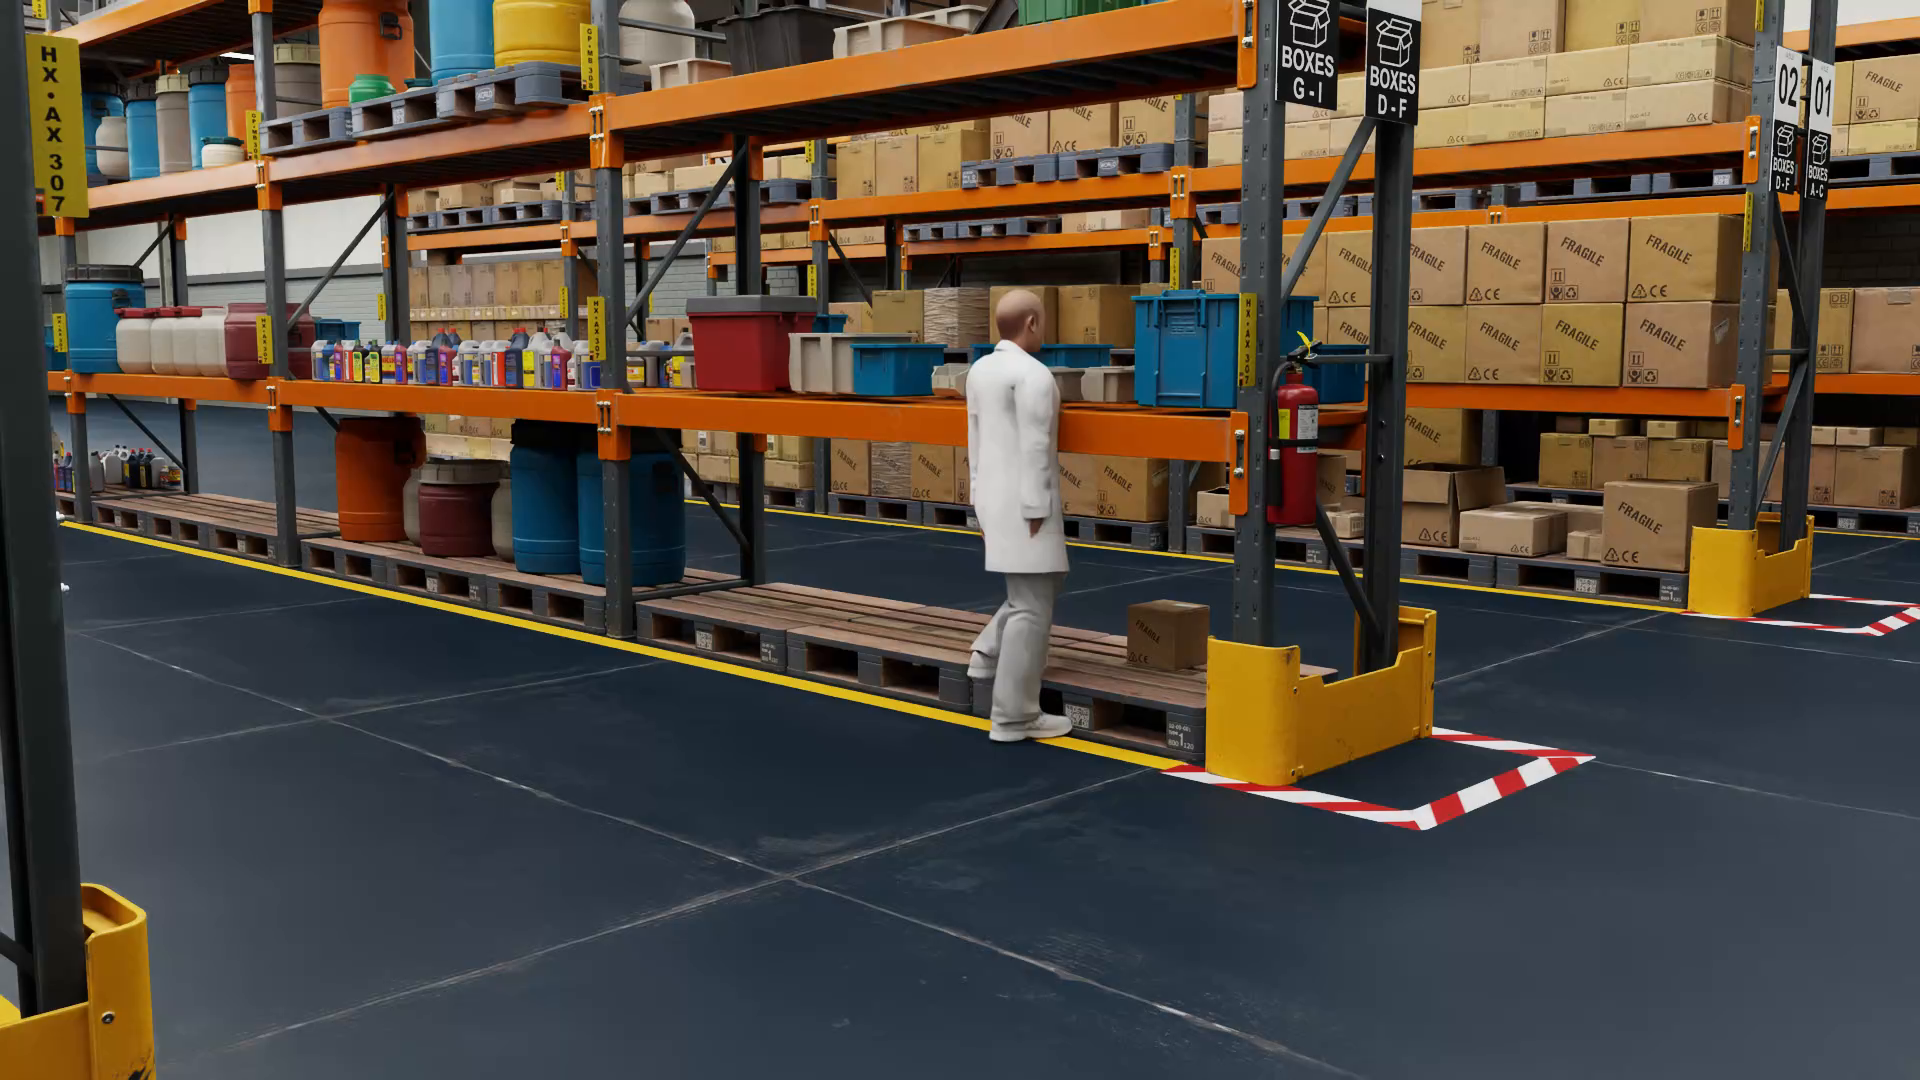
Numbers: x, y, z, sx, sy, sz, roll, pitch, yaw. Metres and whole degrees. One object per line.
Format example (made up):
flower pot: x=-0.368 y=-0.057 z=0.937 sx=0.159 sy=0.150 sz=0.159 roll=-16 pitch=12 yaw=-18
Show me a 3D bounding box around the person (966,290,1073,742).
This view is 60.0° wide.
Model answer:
person: x=0.279 y=-0.111 z=6.713 sx=0.512 sy=1.780 sz=0.562 roll=-4 pitch=8 yaw=-27
